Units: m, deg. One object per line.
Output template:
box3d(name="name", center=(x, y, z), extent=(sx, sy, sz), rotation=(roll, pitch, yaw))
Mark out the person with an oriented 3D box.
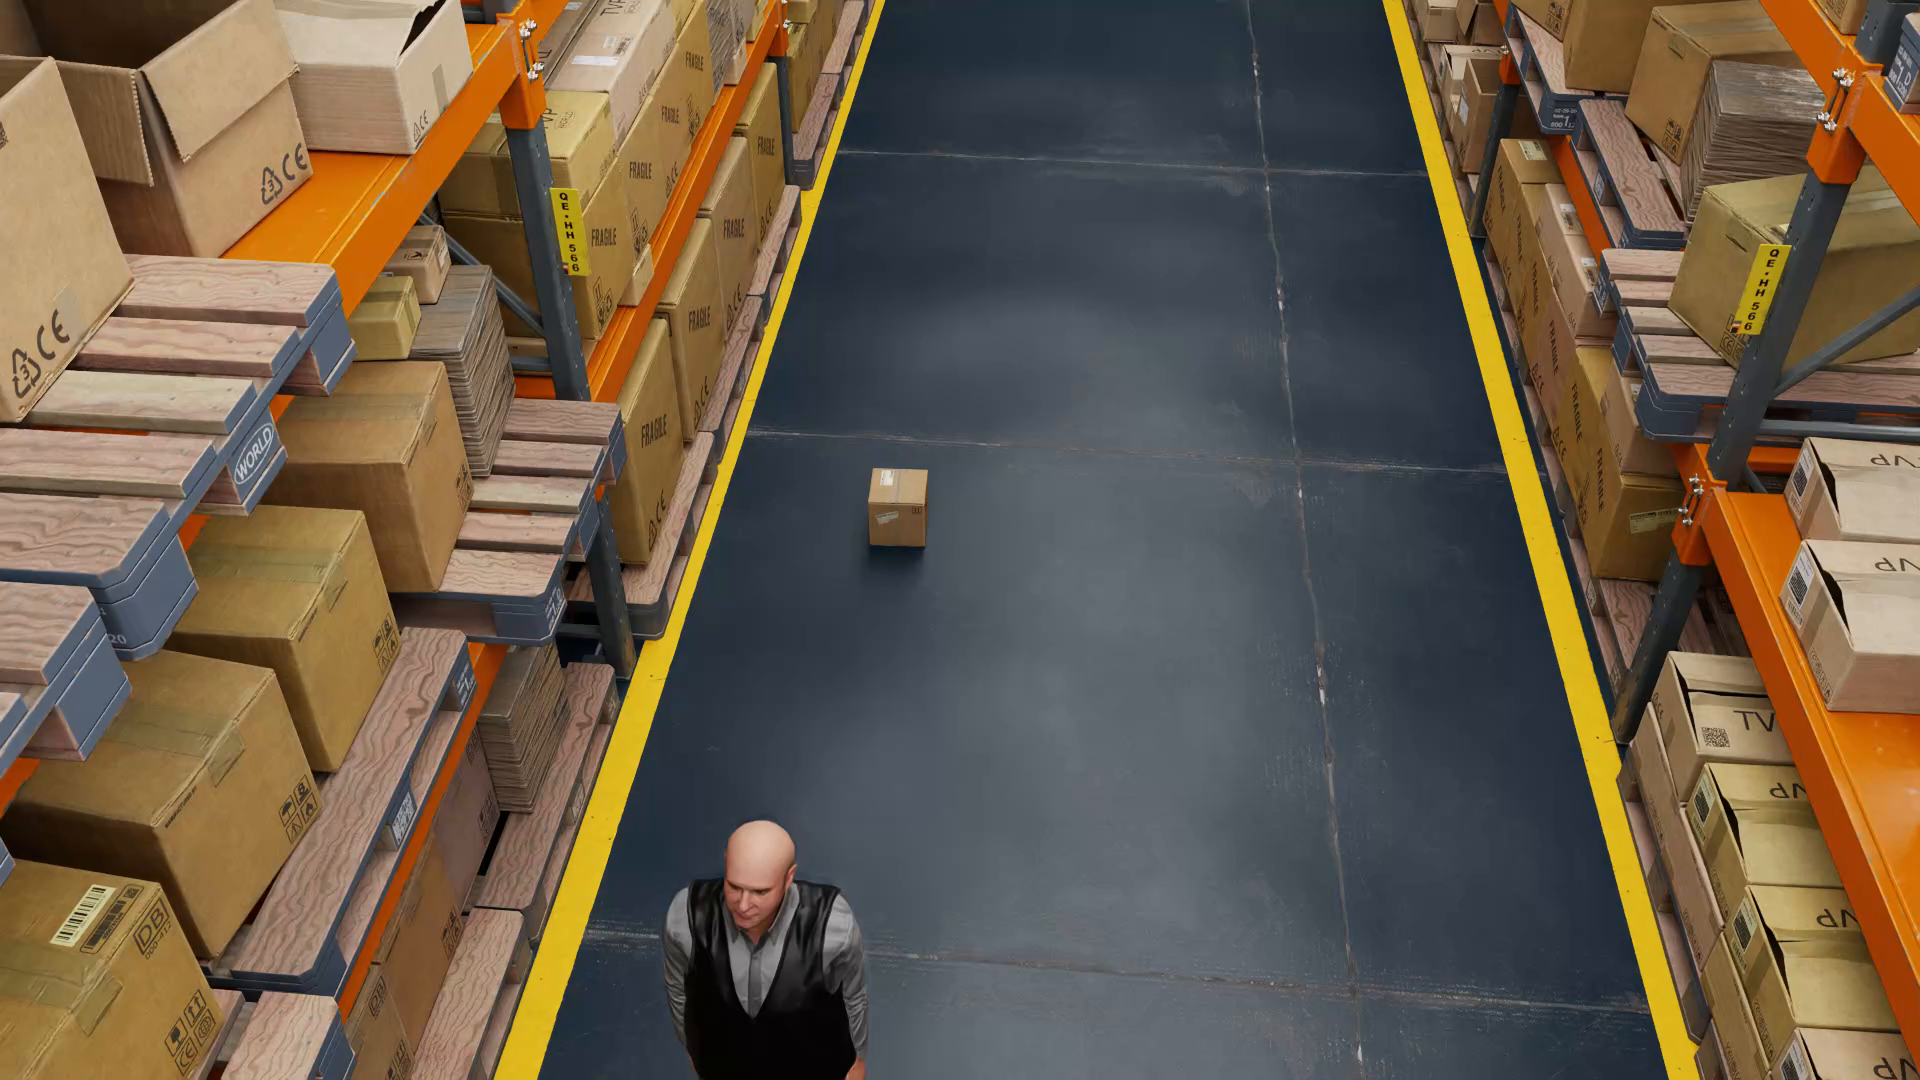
box3d(name="person", center=(-0.509, 1.428, 4.547), extent=(0.539, 1.450, 0.484), rotation=(1, 40, 1))
